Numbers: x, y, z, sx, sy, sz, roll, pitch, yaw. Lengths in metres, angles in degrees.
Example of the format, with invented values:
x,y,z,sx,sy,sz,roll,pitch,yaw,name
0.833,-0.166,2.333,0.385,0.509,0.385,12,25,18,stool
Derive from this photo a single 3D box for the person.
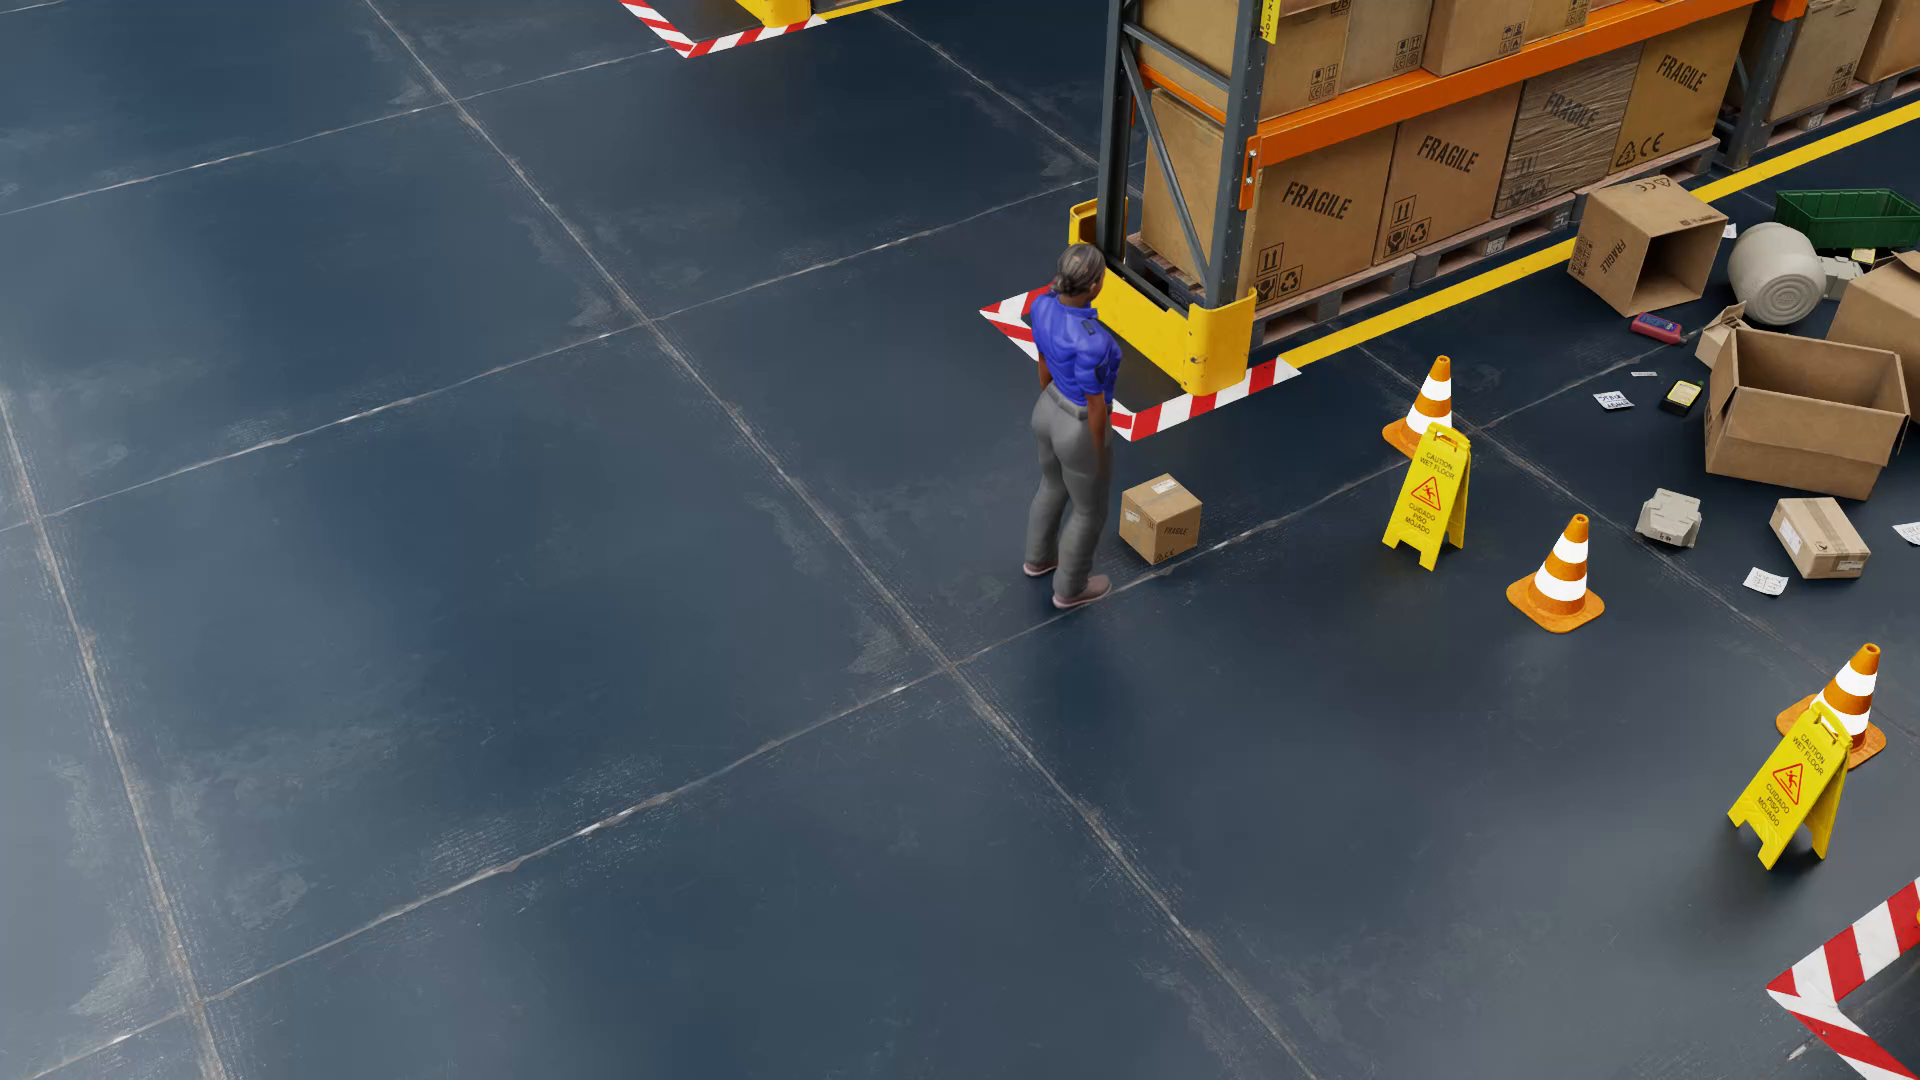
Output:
x,y,z,sx,sy,sz,roll,pitch,yaw,name
0.457,-0.380,6.767,0.300,1.453,0.429,-22,46,-23,person
